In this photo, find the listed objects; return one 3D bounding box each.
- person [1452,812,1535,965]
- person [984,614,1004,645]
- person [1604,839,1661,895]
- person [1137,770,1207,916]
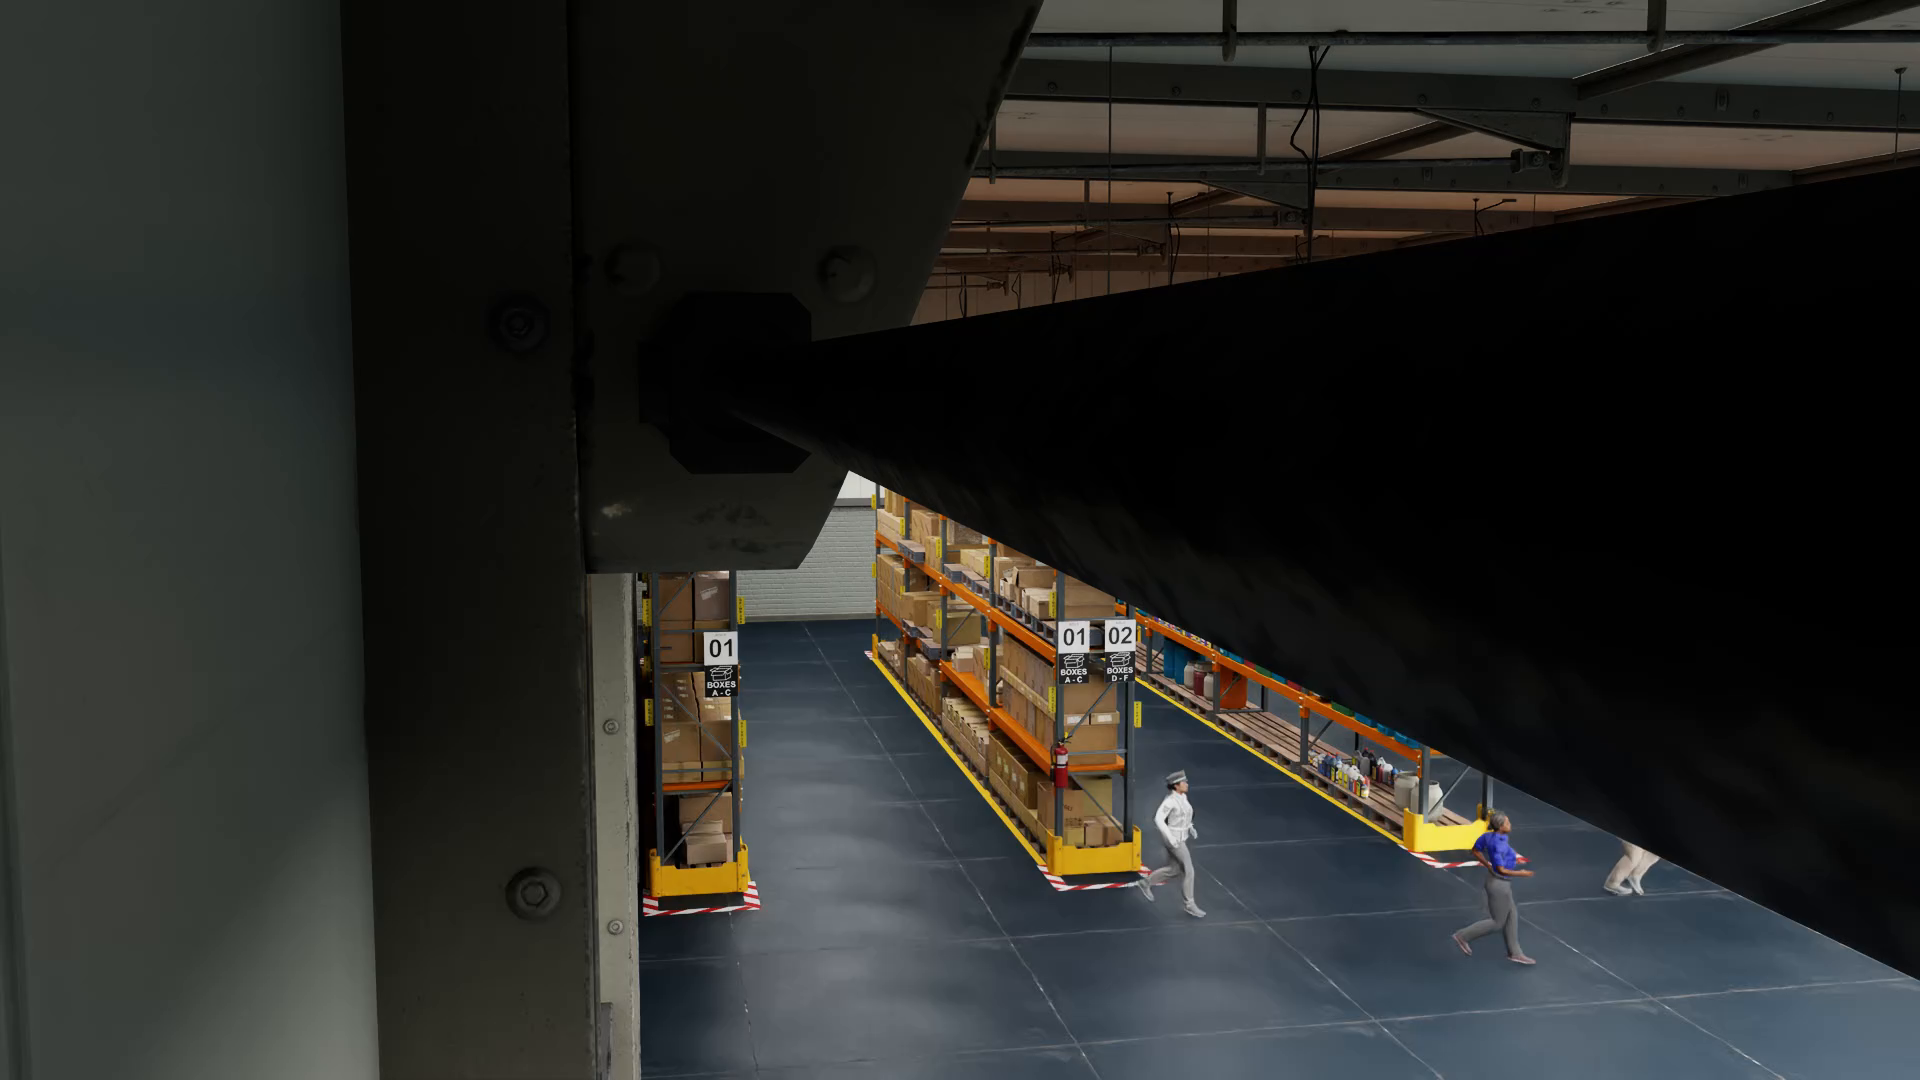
[{"bbox_3d":[5.685,3.701,17.653,0.892,1.654,0.581,0,6,4],"label":"person"},{"bbox_3d":[0.724,1.807,35.979,0.574,1.724,0.883,-2,6,-23],"label":"person"},{"bbox_3d":[8.139,3.448,19.997,0.680,1.721,0.674,3,6,24],"label":"person"},{"bbox_3d":[2.492,3.518,19.426,0.831,1.704,0.639,2,6,19],"label":"person"}]
